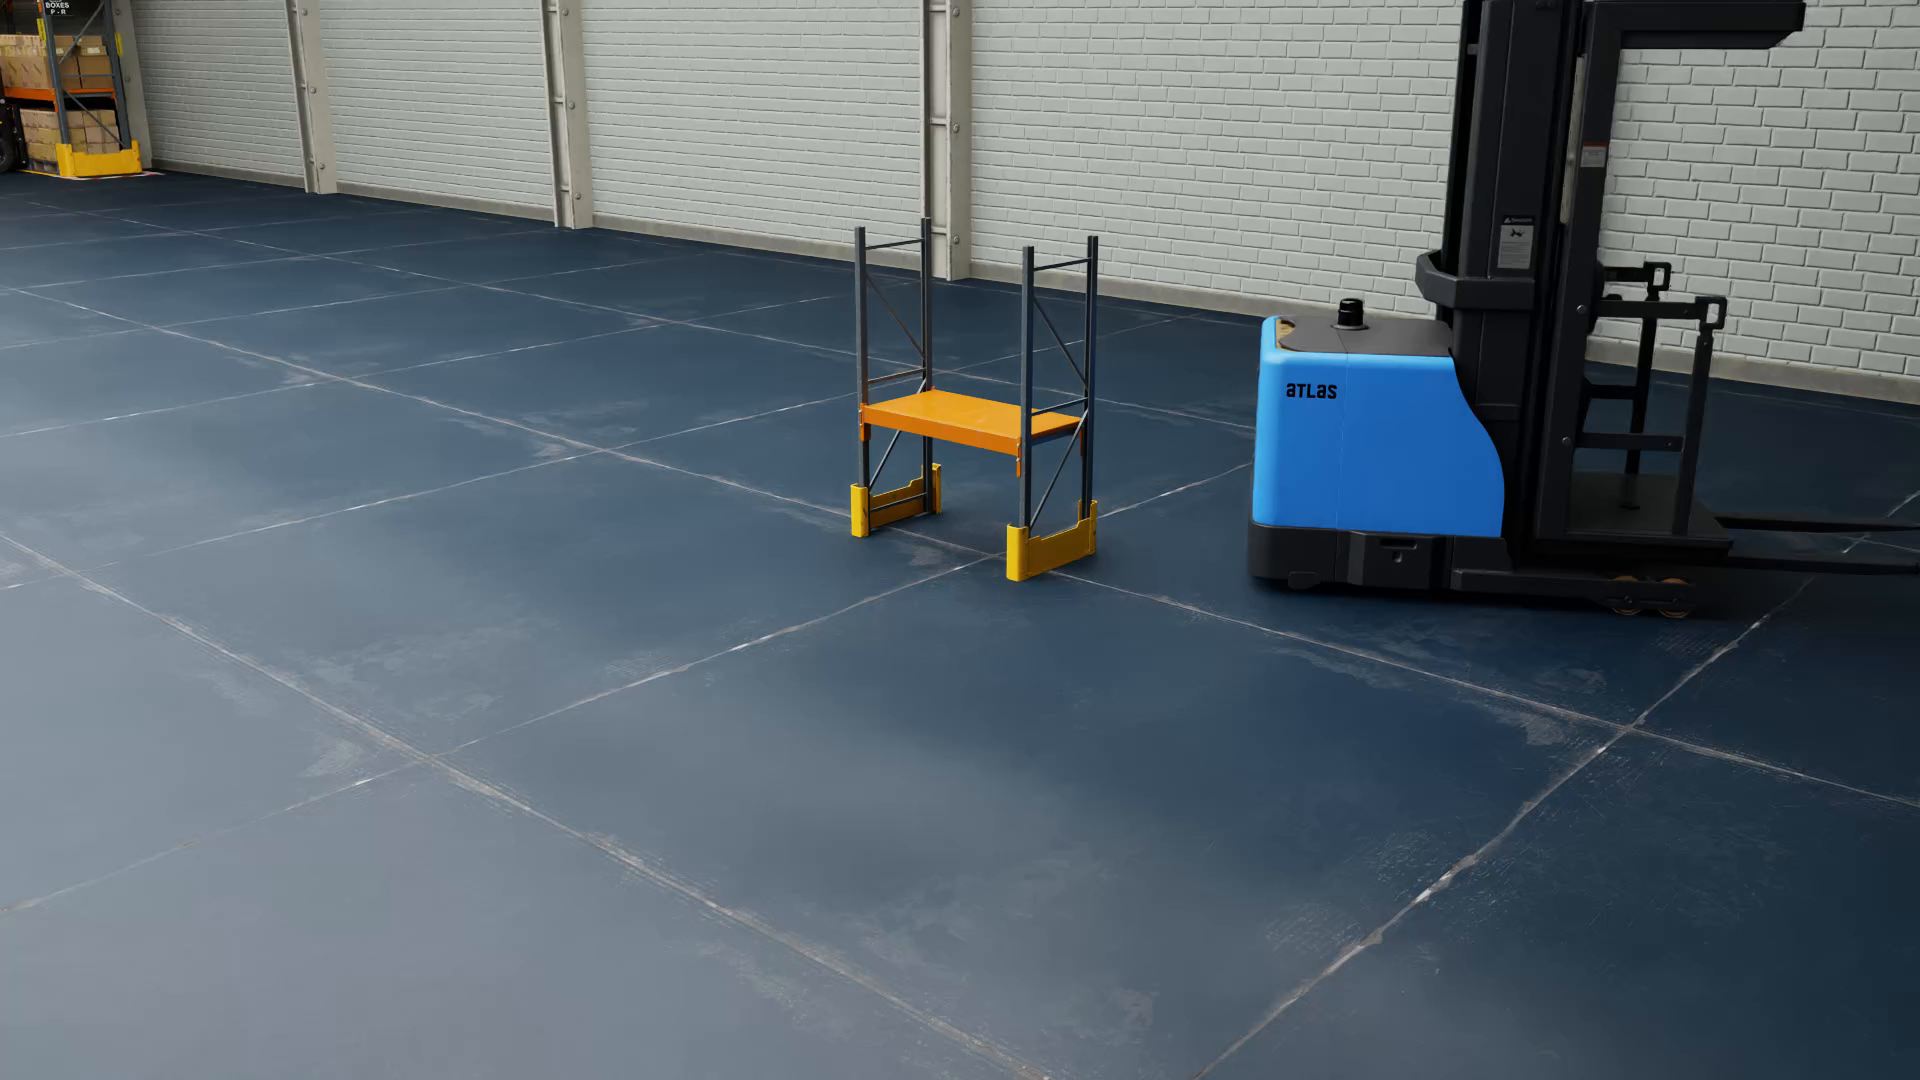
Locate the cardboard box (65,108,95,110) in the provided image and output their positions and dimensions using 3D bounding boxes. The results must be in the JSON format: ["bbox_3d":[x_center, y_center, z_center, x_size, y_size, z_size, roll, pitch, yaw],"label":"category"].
[{"bbox_3d":[-14.286,-6.865,26.983,0.500,0.250,0.500,15,23,39],"label":"cardboard box"}]

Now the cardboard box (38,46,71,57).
[{"bbox_3d":[-14.121,-7.623,25.936,0.250,0.149,0.380,15,23,40],"label":"cardboard box"}]

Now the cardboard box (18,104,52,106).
[{"bbox_3d":[-15.783,-7.276,28.278,0.500,0.250,0.500,15,23,38],"label":"cardboard box"}]

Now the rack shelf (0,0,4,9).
[{"bbox_3d":[-18.164,-9.552,29.481,4.000,0.370,1.077,15,23,39],"label":"rack shelf"}]

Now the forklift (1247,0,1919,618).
[{"bbox_3d":[2.850,-1.239,7.171,3.031,2.935,1.130,3,18,10],"label":"forklift"}]

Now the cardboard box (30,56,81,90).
[{"bbox_3d":[-14.219,-7.347,26.139,0.500,0.500,0.500,14,23,38],"label":"cardboard box"}]

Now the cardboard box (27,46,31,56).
[{"bbox_3d":[-14.486,-7.734,26.284,0.250,0.149,0.380,16,23,40],"label":"cardboard box"}]

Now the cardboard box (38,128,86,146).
[{"bbox_3d":[-14.248,-6.415,26.391,0.500,0.250,0.500,15,23,39],"label":"cardboard box"}]

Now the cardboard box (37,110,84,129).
[{"bbox_3d":[-14.228,-6.648,26.300,0.500,0.250,0.500,16,24,41],"label":"cardboard box"}]

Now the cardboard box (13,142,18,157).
[{"bbox_3d":[-15.375,-6.476,27.411,0.500,0.250,0.500,16,24,41],"label":"cardboard box"}]

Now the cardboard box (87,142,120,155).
[{"bbox_3d":[-13.914,-6.293,26.832,0.500,0.250,0.500,15,23,39],"label":"cardboard box"}]

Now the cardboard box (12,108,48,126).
[{"bbox_3d":[-14.997,-6.848,26.931,0.500,0.250,0.500,15,23,40],"label":"cardboard box"}]

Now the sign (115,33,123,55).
[{"bbox_3d":[-13.303,-7.835,26.279,0.005,0.325,0.100,15,23,39],"label":"sign"}]

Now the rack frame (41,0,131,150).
[{"bbox_3d":[-13.676,-7.260,26.030,0.127,3.000,1.000,15,23,39],"label":"rack frame"}]

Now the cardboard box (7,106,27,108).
[{"bbox_3d":[-15.759,-7.059,27.594,0.500,0.250,0.500,16,24,41],"label":"cardboard box"}]

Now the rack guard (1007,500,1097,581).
[{"bbox_3d":[0.429,-0.004,7.711,0.087,0.250,0.587,15,23,39],"label":"rack guard"}]

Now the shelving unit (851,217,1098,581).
[{"bbox_3d":[0.057,-0.700,7.837,1.083,1.500,0.587,15,23,39],"label":"shelving unit"}]

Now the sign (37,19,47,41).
[{"bbox_3d":[-14.047,-7.805,25.441,0.005,0.325,0.100,15,23,39],"label":"sign"}]

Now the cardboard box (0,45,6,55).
[{"bbox_3d":[-15.461,-7.982,27.065,0.250,0.149,0.380,14,23,38],"label":"cardboard box"}]

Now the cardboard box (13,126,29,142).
[{"bbox_3d":[-15.016,-6.617,27.028,0.500,0.250,0.500,14,23,38],"label":"cardboard box"}]

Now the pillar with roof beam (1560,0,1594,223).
[{"bbox_3d":[1.494,-4.671,7.952,0.400,9.000,9.100,15,23,39],"label":"pillar with roof beam"}]

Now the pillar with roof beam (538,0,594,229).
[{"bbox_3d":[-7.481,-7.080,15.544,0.400,9.000,9.100,15,23,39],"label":"pillar with roof beam"}]

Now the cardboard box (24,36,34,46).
[{"bbox_3d":[-14.503,-7.872,26.228,0.250,0.149,0.380,16,23,40],"label":"cardboard box"}]

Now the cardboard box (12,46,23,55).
[{"bbox_3d":[-14.895,-7.829,26.584,0.250,0.149,0.380,14,22,38],"label":"cardboard box"}]

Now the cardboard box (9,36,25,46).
[{"bbox_3d":[-14.908,-7.966,26.524,0.250,0.149,0.380,16,23,41],"label":"cardboard box"}]

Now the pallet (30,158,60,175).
[{"bbox_3d":[-14.276,-6.075,26.905,1.213,0.211,1.003,15,23,39],"label":"pallet"}]

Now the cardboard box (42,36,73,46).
[{"bbox_3d":[-14.084,-7.783,25.948,0.250,0.149,0.380,15,23,39],"label":"cardboard box"}]

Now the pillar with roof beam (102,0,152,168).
[{"bbox_3d":[-16.456,-9.489,23.136,0.400,9.000,9.100,15,23,39],"label":"pillar with roof beam"}]

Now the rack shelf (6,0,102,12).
[{"bbox_3d":[-15.172,-8.749,26.950,4.000,0.370,1.077,15,23,39],"label":"rack shelf"}]

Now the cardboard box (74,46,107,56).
[{"bbox_3d":[-13.758,-7.744,26.316,0.250,0.149,0.380,14,23,38],"label":"cardboard box"}]

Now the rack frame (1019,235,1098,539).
[{"bbox_3d":[0.444,-0.596,7.509,0.032,1.500,0.500,15,23,39],"label":"rack frame"}]

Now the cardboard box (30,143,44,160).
[{"bbox_3d":[-14.603,-6.275,26.775,0.500,0.250,0.500,15,23,39],"label":"cardboard box"}]

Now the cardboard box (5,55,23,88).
[{"bbox_3d":[-14.984,-7.556,26.797,0.500,0.500,0.500,14,23,38],"label":"cardboard box"}]

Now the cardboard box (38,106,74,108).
[{"bbox_3d":[-15.032,-7.072,27.636,0.500,0.250,0.500,14,23,38],"label":"cardboard box"}]

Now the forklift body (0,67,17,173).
[{"bbox_3d":[-16.305,-6.824,26.057,1.214,2.155,2.313,15,23,39],"label":"forklift body"}]
